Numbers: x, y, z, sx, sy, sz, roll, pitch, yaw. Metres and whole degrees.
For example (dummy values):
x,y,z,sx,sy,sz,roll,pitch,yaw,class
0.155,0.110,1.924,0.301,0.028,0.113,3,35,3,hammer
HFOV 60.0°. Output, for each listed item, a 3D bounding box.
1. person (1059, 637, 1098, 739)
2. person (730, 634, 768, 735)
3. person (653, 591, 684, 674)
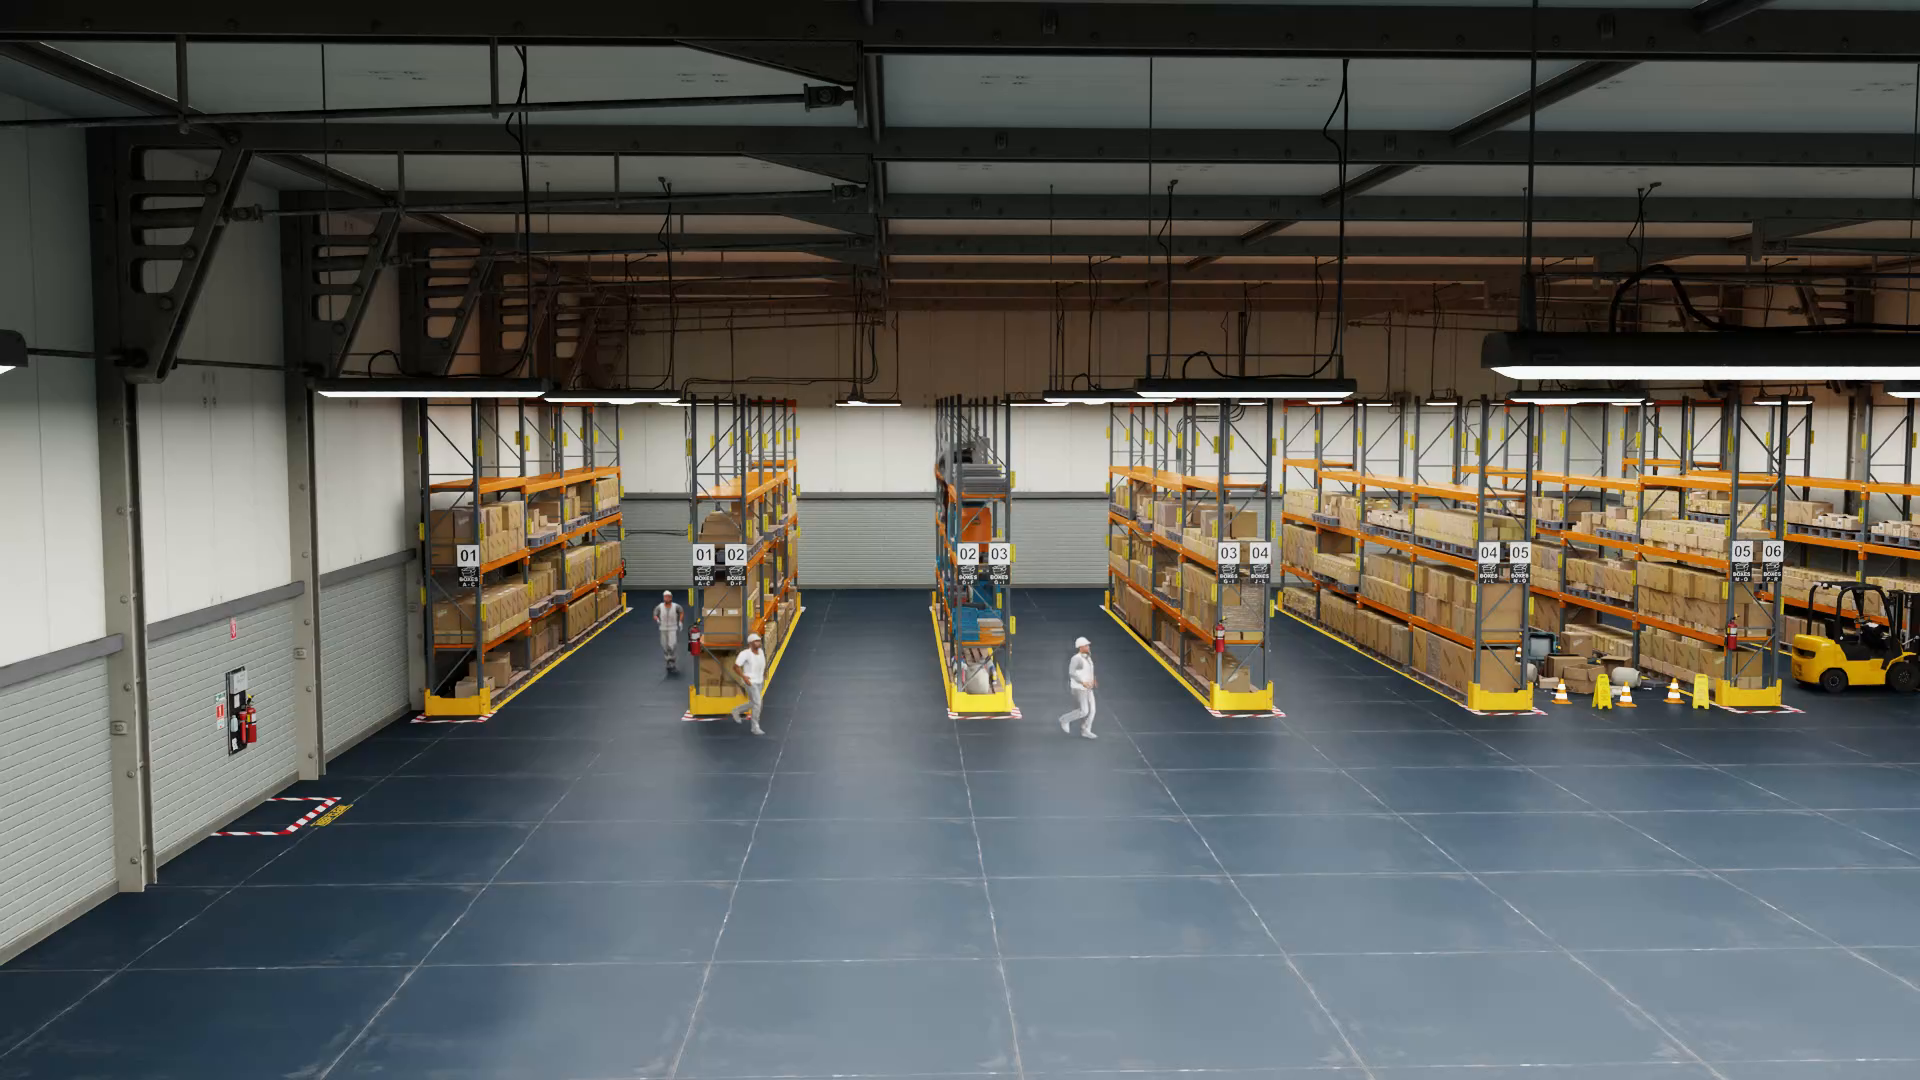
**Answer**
x,y,z,sx,sy,sz,roll,pitch,yaw,class
2.099,2.573,29.053,0.685,1.761,0.684,3,5,30,person
-3.738,2.530,29.525,0.798,1.773,0.701,3,5,32,person
-6.340,2.006,36.065,0.635,1.825,0.749,0,4,0,person
